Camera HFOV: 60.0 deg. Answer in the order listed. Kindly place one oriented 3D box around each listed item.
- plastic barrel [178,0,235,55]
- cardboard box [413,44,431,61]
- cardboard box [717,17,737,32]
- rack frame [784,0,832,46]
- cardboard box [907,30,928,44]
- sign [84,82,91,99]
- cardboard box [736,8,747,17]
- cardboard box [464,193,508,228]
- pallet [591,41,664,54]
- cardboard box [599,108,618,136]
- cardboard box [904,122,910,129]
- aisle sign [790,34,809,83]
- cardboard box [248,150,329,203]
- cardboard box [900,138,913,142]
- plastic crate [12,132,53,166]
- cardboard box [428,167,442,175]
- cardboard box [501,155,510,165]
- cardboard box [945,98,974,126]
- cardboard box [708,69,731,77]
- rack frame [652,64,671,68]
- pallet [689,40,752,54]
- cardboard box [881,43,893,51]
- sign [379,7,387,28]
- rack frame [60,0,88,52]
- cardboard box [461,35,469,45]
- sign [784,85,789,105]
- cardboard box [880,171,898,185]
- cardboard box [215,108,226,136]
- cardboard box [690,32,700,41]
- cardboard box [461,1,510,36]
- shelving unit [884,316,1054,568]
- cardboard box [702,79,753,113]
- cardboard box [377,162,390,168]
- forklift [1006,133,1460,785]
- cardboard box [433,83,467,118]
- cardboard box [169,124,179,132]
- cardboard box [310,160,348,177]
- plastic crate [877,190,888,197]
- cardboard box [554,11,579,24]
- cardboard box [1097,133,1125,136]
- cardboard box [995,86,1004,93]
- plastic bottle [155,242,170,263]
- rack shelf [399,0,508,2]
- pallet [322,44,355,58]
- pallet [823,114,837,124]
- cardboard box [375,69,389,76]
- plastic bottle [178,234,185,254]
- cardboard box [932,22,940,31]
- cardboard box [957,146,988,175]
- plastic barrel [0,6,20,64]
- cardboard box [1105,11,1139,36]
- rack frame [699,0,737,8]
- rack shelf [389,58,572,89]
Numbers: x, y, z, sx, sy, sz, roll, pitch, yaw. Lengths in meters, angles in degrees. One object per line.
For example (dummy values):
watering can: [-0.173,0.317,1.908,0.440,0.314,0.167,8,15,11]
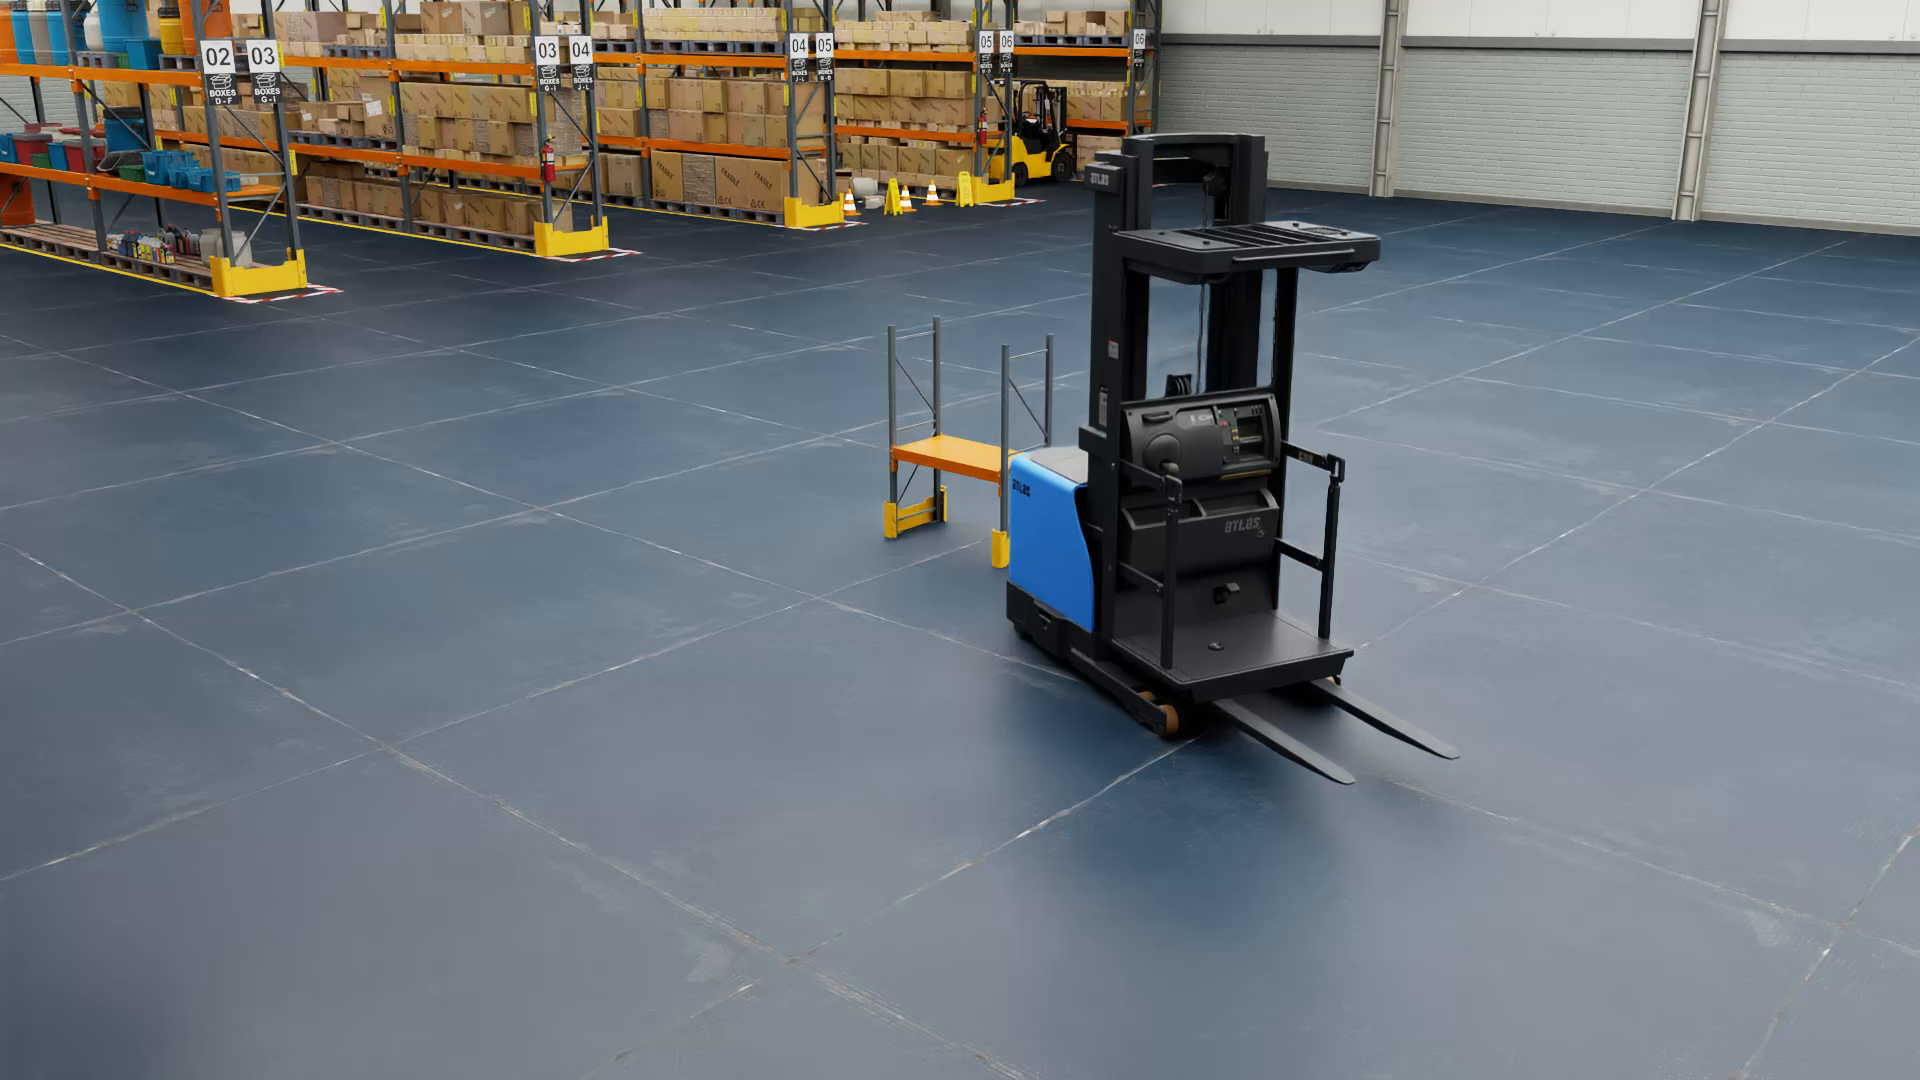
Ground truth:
plastic barrel: [-9.665,-6.652,21.323,0.708,0.830,0.600,15,23,39]
cardboard box: [-8.356,-7.777,26.521,0.500,0.250,0.500,15,23,39]
cardboard box: [-3.862,-8.955,28.883,0.500,0.250,0.500,15,23,39]
rack frame: [-2.562,-9.830,27.784,0.127,3.000,1.000,15,23,39]
cardboard box: [-0.680,-9.857,32.584,0.500,0.250,0.500,16,24,41]
sign: [-18.270,-9.408,34.808,0.005,0.325,0.100,15,23,39]
cardboard box: [-3.611,-9.053,28.532,0.250,0.149,0.380,16,23,40]
cardboard box: [-7.699,-5.371,27.090,0.500,0.500,0.500,13,22,34]
pallet: [-6.272,-9.286,31.342,1.217,0.209,0.805,14,22,37]
cardboard box: [-6.499,-7.968,31.666,0.500,0.500,0.500,15,23,39]
cardboard box: [-0.904,-8.329,33.388,0.250,0.149,0.380,15,23,39]
aisle sign: [-2.708,-8.128,28.040,0.004,0.787,0.394,15,23,39]
cardboard box: [-12.416,-6.806,30.990,0.875,0.875,1.225,14,22,37]
cardboard box: [-1.092,-9.652,40.370,0.625,0.625,0.875,16,24,41]
plastic crate: [-14.195,-5.992,25.500,0.583,0.464,0.402,15,23,39]
cardboard box: [-11.161,-8.181,35.942,0.500,0.500,0.500,16,24,41]
cardboard box: [-6.864,-5.902,25.740,0.250,0.149,0.380,15,23,39]
cardboard box: [0.059,-8.347,32.371,0.500,0.500,0.500,15,23,38]
cardboard box: [-5.542,-10.396,37.666,0.500,0.500,0.500,14,22,37]
rack frame: [-8.027,-12.448,45.948,0.127,3.000,1.000,15,23,39]
pallet: [-4.040,-8.750,29.485,1.213,0.211,1.003,15,23,39]
cardboard box: [-1.367,-9.828,33.149,0.250,0.149,0.380,14,23,38]
sign: [-9.287,-8.410,26.761,0.005,0.325,0.100,15,23,39]
rack frame: [-12.209,-8.411,23.312,0.127,3.000,1.000,15,23,39]
cardboard box: [-7.487,-7.731,25.716,0.250,0.149,0.380,14,22,37]
sign: [-2.932,-7.516,28.103,0.005,0.325,0.100,15,23,39]
cardboard box: [-1.276,-7.414,33.938,0.500,0.250,0.500,15,23,39]
cardboard box: [-13.976,-7.976,31.693,0.500,0.500,0.500,14,23,38]
cardboard box: [-4.553,-8.927,29.451,0.250,0.149,0.380,15,23,39]
cardboard box: [-7.257,-7.981,25.430,0.500,0.500,0.500,15,23,39]
shelving unit: [0.057,-0.700,11.410,1.083,1.500,0.587,15,23,39]
cardboard box: [-4.098,-7.950,29.744,0.500,0.550,0.875,15,23,39]
cardboard box: [-12.831,-8.431,37.311,0.250,0.149,0.380,15,23,39]
forklift: [1.375,-0.541,8.544,1.130,2.935,3.031,-8,19,-25]
cardboard box: [-8.005,-6.990,26.441,0.500,0.500,0.500,15,23,39]
cardboard box: [-15.351,-8.146,32.809,0.250,0.149,0.380,15,23,40]
cardboard box: [-11.392,-6.723,30.077,0.500,0.250,0.500,16,24,41]
plastic crate: [-1.714,-7.022,33.679,0.583,0.080,0.402,7,19,21]
cardboard box: [-9.357,-12.511,40.159,0.797,0.503,0.637,-16,24,-41]
cardboard box: [3.330,-8.840,36.779,0.500,0.250,0.500,15,23,39]
cardboard box: [1.012,-10.271,37.854,0.250,0.149,0.380,15,23,38]
plastic bottle: [-11.052,-3.986,23.063,0.135,0.276,0.152,15,23,40]
rack shelf: [-10.041,-11.305,34.280,4.000,0.370,1.077,15,23,39]
pallet: [-10.090,-8.368,28.445,1.003,0.211,1.213,15,23,39]
pallet: [-2.819,-9.009,35.431,1.213,0.211,1.003,15,23,39]
cardboard box: [-12.459,-10.182,36.500,0.500,0.500,0.500,14,22,38]
plastic bottle: [-11.200,-4.271,23.947,0.133,0.283,0.061,15,23,39]
cardboard box: [-0.327,-9.973,32.288,0.250,0.149,0.380,15,23,40]
cardboard box: [0.210,-7.587,33.246,0.500,0.500,0.500,14,22,37]
plastic barrel: [-14.242,-7.644,25.143,0.708,0.830,0.600,15,23,39]
cardboard box: [3.447,-10.994,35.384,0.500,0.500,0.500,16,24,41]
rack frame: [-5.335,-12.577,36.438,0.127,3.000,1.000,15,23,39]
rack shelf: [-7.426,-7.357,26.140,4.000,0.370,1.077,15,23,39]
